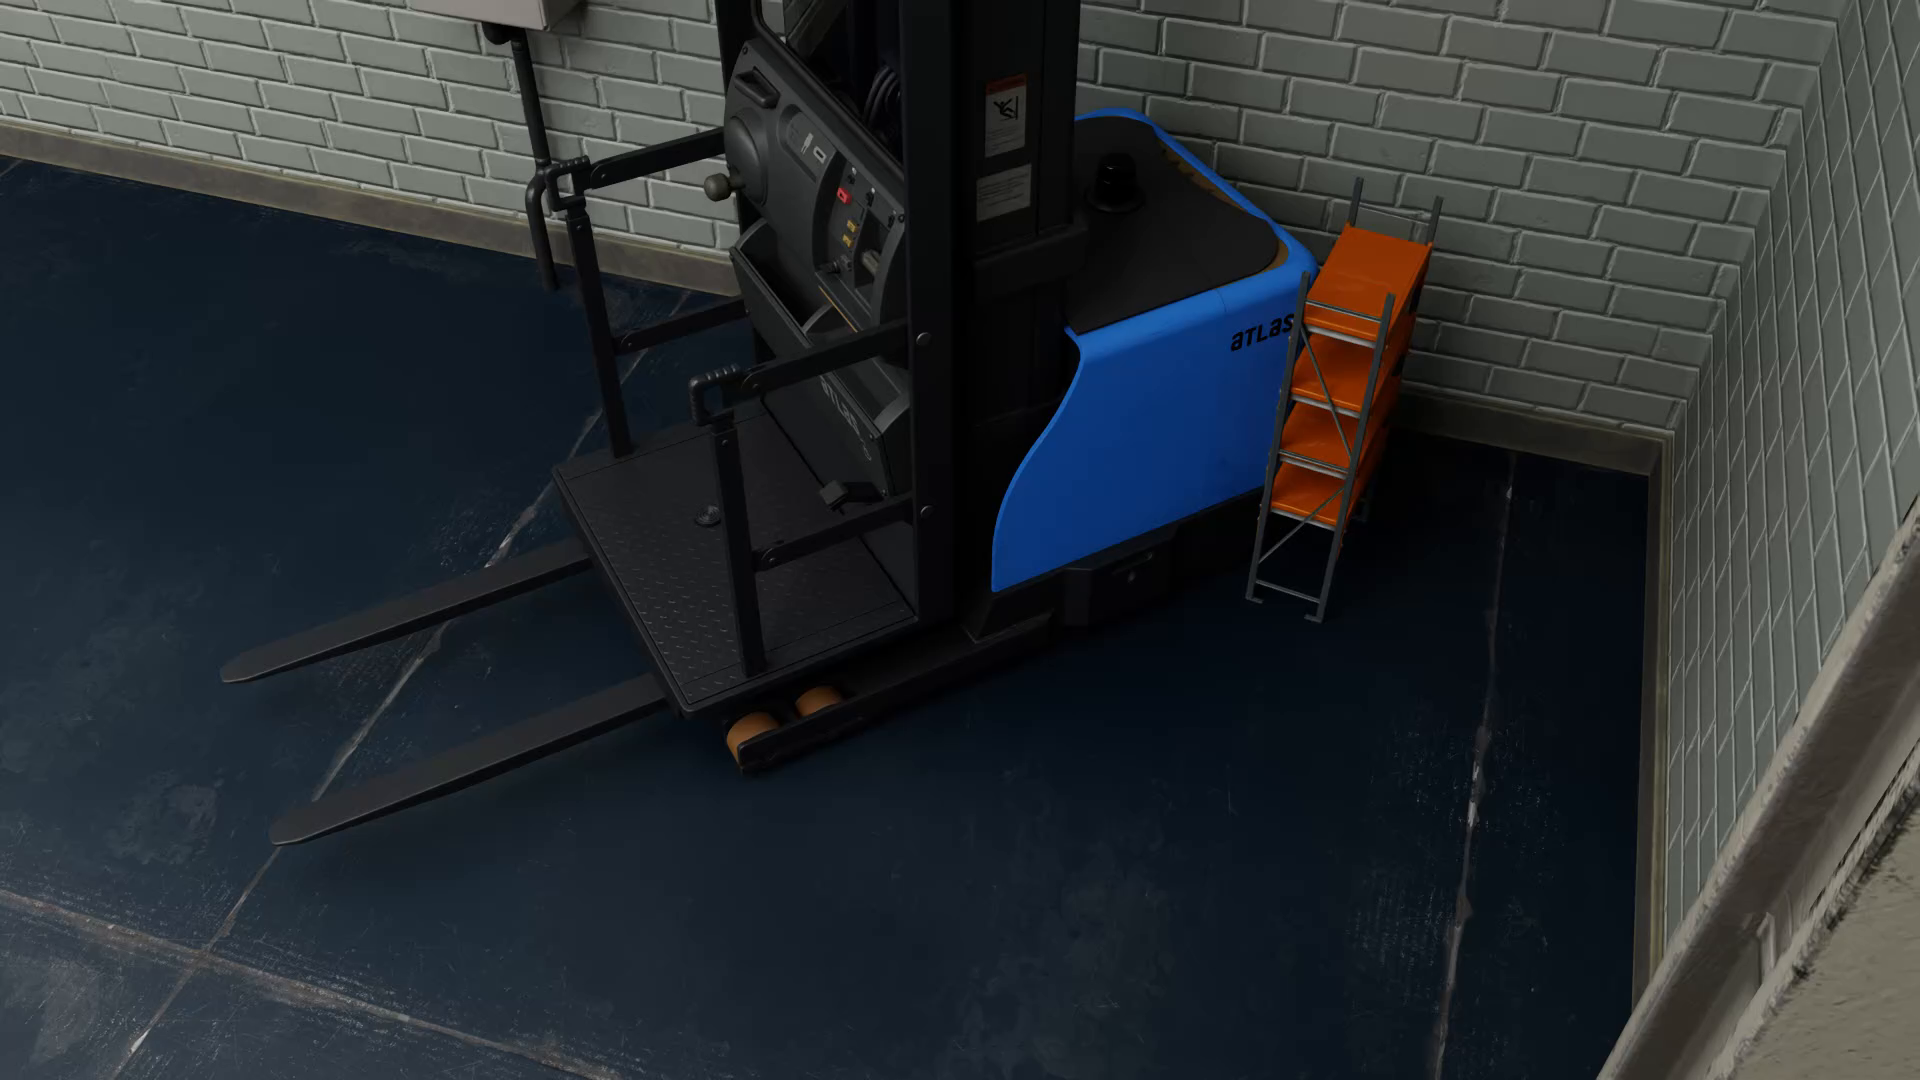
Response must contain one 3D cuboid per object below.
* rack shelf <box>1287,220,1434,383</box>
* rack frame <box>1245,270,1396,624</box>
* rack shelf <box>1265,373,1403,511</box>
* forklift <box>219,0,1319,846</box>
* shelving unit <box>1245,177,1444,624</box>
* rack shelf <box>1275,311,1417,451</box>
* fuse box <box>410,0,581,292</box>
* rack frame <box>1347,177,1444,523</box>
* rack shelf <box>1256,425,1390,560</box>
[{"bbox_3d":[1.086,-0.652,4.496,0.258,0.148,0.480,19,47,18],"label":"rack shelf"},{"bbox_3d":[0.980,-0.217,4.614,0.240,1.200,0.015,19,47,18],"label":"rack frame"},{"bbox_3d":[1.086,-0.323,4.818,0.258,0.148,0.480,19,47,18],"label":"rack shelf"},{"bbox_3d":[-0.548,-0.838,4.011,3.031,2.935,1.130,-21,48,-20],"label":"forklift"},{"bbox_3d":[1.086,-0.371,4.771,0.258,1.200,0.503,19,47,18],"label":"shelving unit"},{"bbox_3d":[1.086,-0.483,4.662,0.258,0.148,0.480,19,47,18],"label":"rack shelf"},{"bbox_3d":[-1.511,-1.529,5.589,0.539,1.711,0.414,13,46,13],"label":"fuse box"},{"bbox_3d":[1.191,-0.525,4.929,0.240,1.200,0.015,19,47,18],"label":"rack frame"},{"bbox_3d":[1.086,-0.181,4.957,0.258,0.148,0.480,19,47,18],"label":"rack shelf"}]
